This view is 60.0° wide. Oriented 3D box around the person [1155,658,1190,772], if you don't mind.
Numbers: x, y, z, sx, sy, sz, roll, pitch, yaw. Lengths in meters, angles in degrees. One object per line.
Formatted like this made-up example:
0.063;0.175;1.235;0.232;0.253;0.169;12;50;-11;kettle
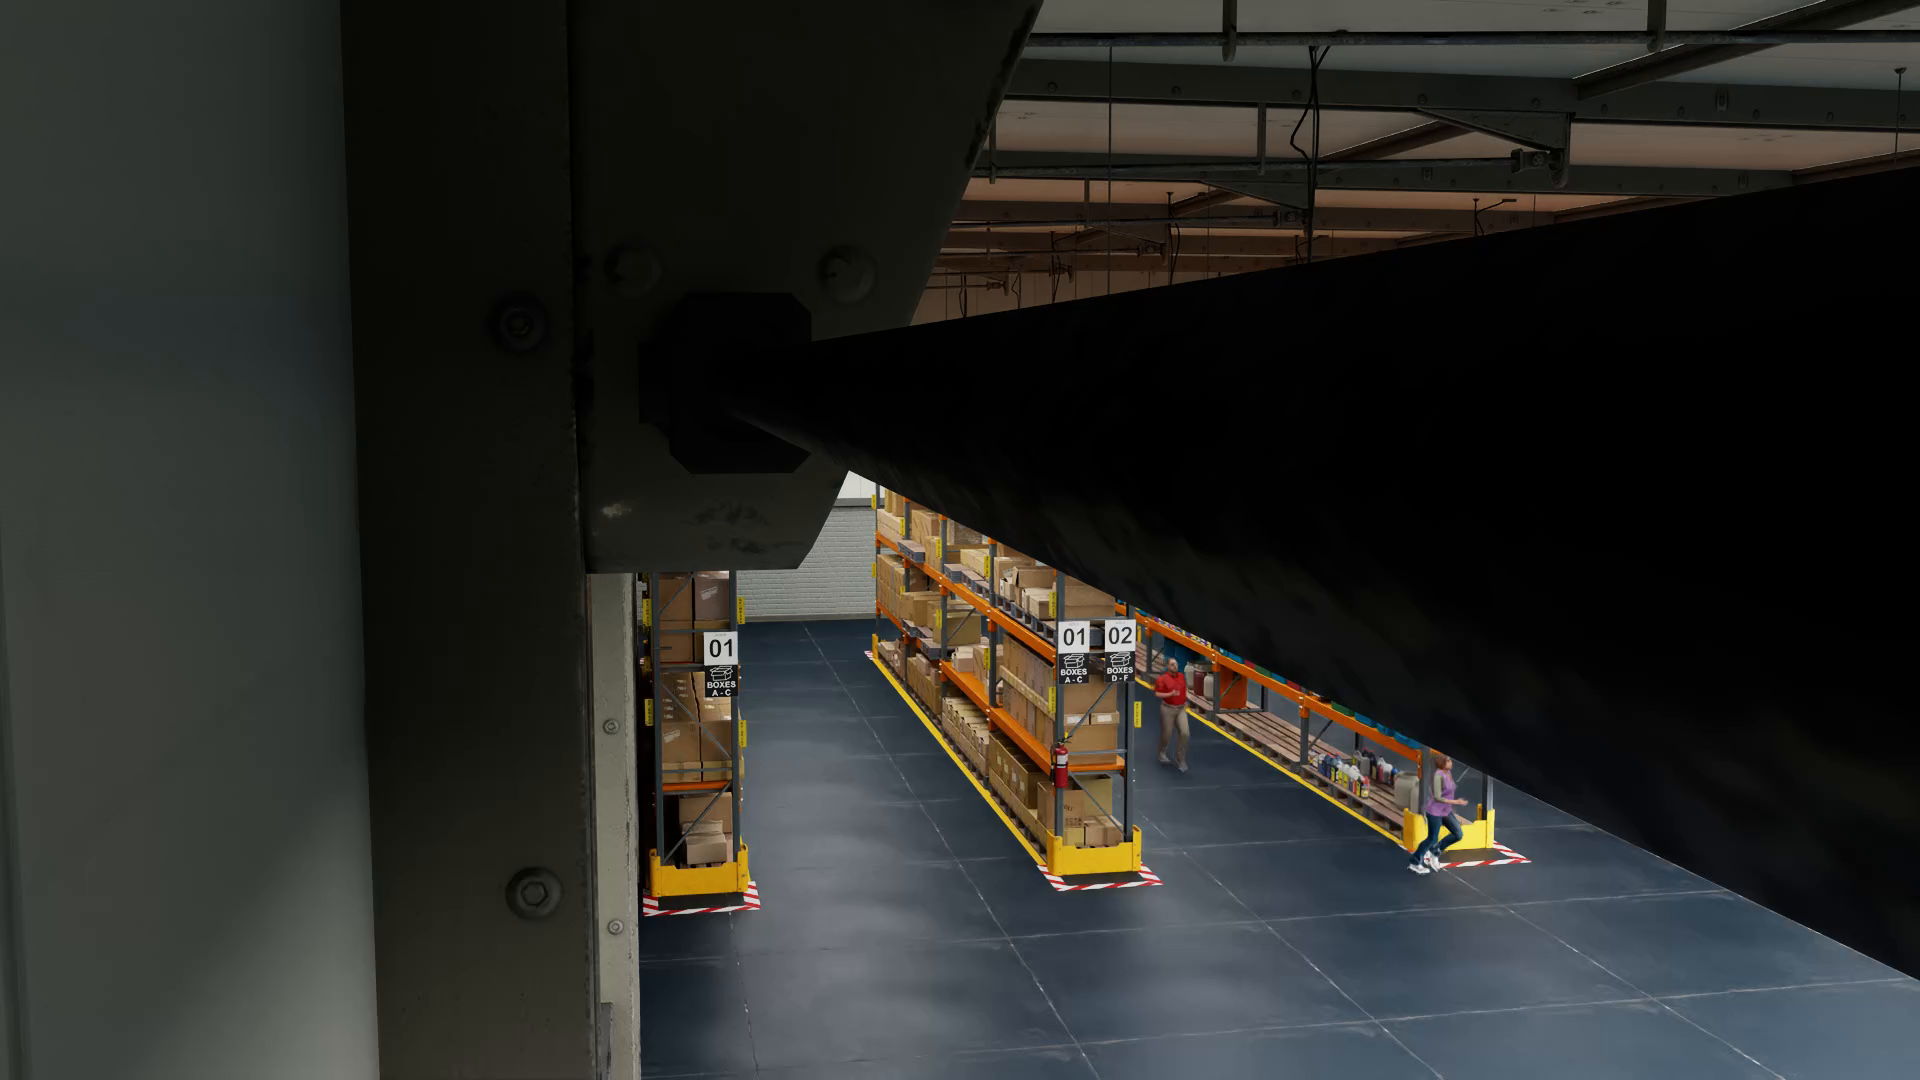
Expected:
3.381;2.763;26.398;0.640;1.788;0.750;-2;6;-17;person

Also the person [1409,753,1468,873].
6.013;3.410;20.781;0.707;1.556;0.547;5;8;40;person
